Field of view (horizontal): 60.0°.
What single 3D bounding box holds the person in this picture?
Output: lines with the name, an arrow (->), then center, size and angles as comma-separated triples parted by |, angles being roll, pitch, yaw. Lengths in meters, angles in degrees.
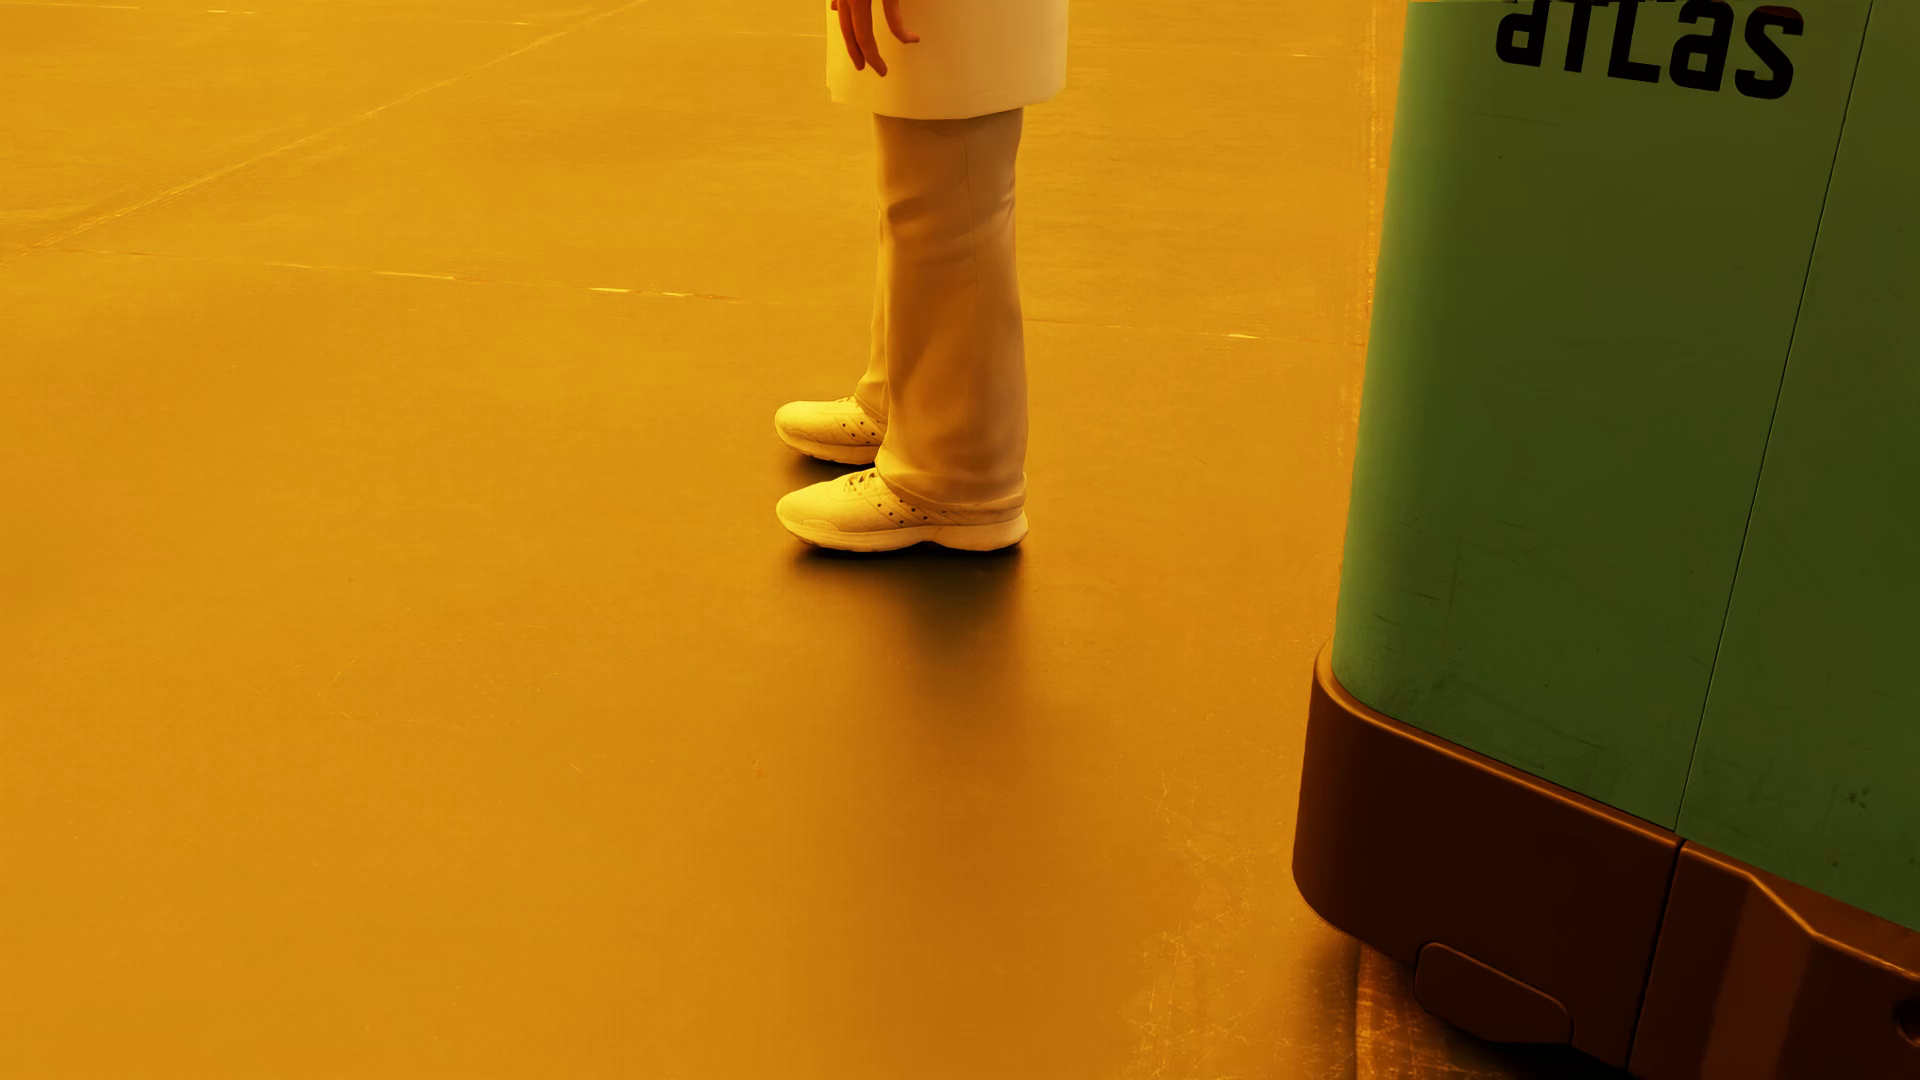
person -> -0.087, -0.811, 2.118 | 0.581, 1.775, 0.694 | 6, 27, 11

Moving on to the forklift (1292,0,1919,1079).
forklift -> 1.768, -0.621, 0.477 | 3.031, 2.935, 1.130 | 22, 34, 37
